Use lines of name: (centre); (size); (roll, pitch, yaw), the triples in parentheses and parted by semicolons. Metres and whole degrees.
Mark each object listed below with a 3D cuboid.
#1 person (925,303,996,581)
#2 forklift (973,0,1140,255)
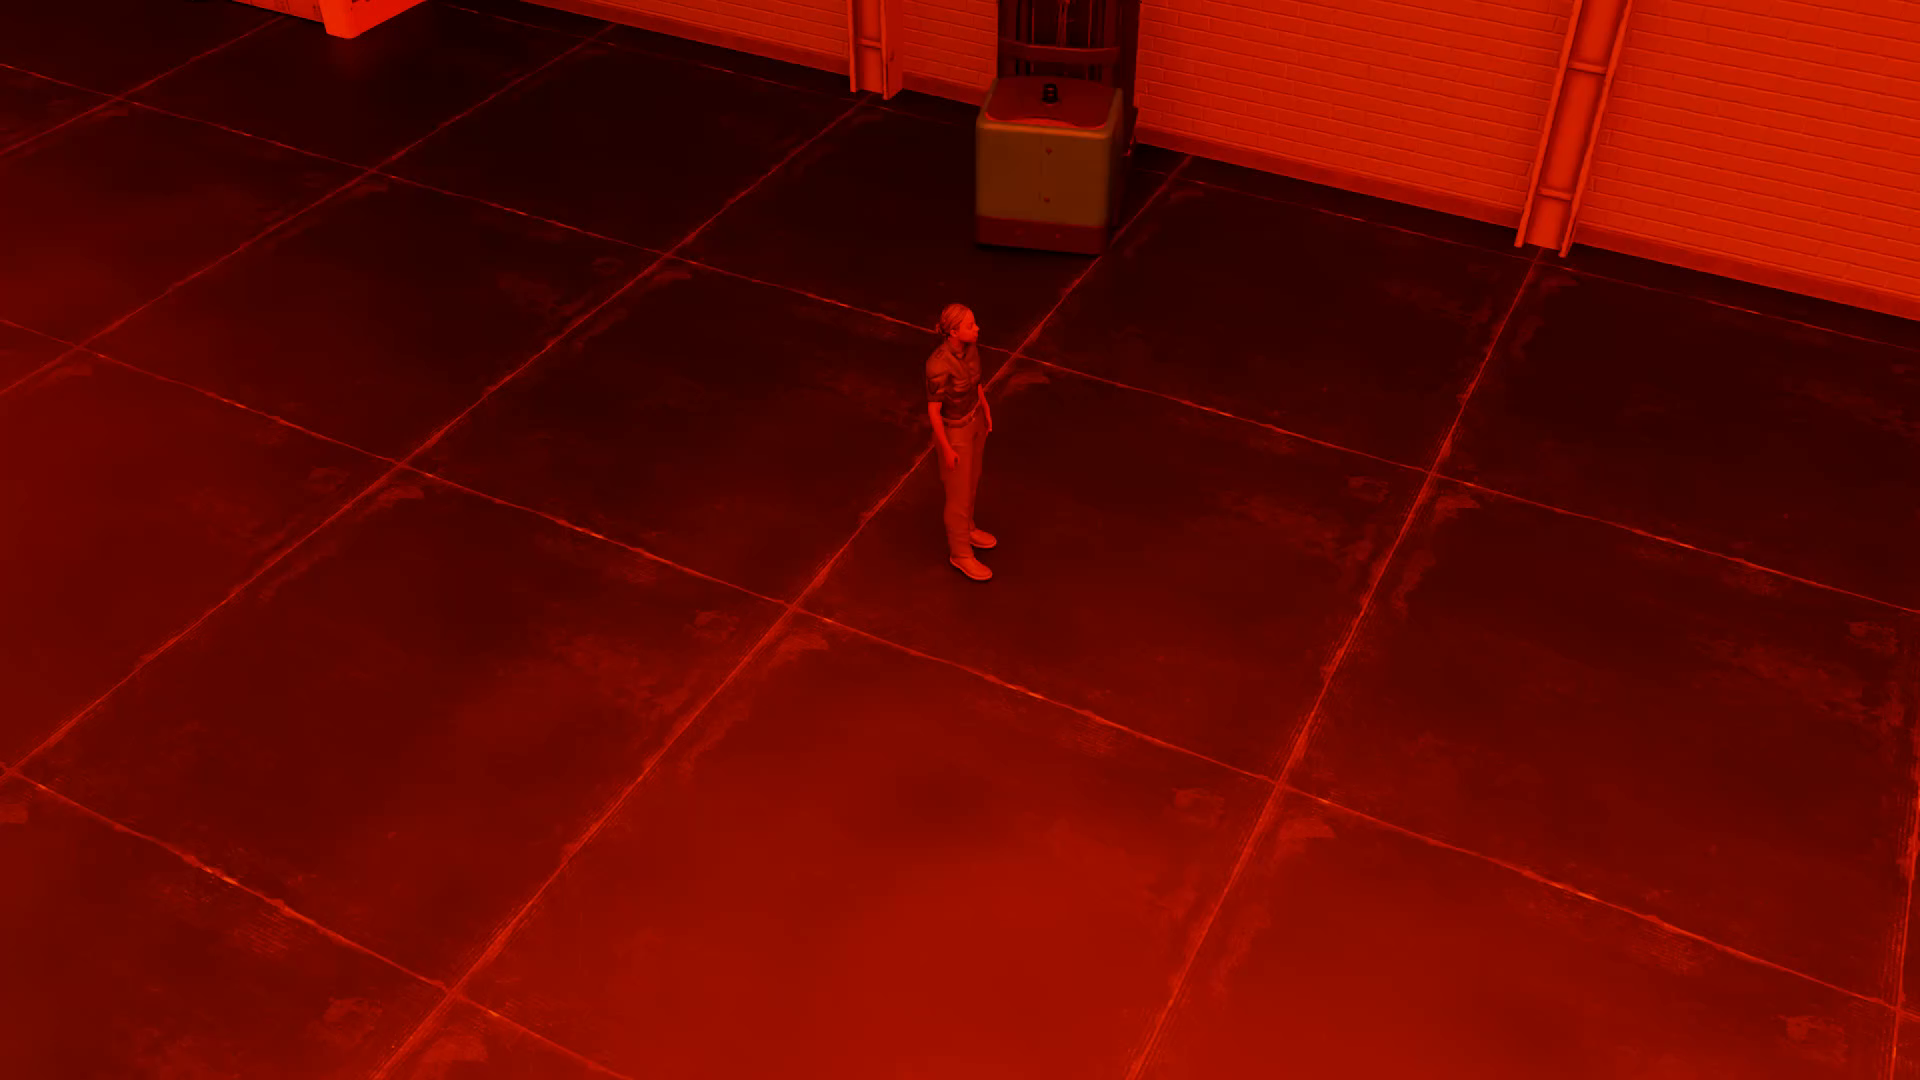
person: (0.069, -0.597, 9.683); (0.503, 1.644, 0.569); (18, 43, 21)
forklift: (0.883, -4.261, 13.046); (1.130, 2.935, 3.031); (7, 41, 8)
